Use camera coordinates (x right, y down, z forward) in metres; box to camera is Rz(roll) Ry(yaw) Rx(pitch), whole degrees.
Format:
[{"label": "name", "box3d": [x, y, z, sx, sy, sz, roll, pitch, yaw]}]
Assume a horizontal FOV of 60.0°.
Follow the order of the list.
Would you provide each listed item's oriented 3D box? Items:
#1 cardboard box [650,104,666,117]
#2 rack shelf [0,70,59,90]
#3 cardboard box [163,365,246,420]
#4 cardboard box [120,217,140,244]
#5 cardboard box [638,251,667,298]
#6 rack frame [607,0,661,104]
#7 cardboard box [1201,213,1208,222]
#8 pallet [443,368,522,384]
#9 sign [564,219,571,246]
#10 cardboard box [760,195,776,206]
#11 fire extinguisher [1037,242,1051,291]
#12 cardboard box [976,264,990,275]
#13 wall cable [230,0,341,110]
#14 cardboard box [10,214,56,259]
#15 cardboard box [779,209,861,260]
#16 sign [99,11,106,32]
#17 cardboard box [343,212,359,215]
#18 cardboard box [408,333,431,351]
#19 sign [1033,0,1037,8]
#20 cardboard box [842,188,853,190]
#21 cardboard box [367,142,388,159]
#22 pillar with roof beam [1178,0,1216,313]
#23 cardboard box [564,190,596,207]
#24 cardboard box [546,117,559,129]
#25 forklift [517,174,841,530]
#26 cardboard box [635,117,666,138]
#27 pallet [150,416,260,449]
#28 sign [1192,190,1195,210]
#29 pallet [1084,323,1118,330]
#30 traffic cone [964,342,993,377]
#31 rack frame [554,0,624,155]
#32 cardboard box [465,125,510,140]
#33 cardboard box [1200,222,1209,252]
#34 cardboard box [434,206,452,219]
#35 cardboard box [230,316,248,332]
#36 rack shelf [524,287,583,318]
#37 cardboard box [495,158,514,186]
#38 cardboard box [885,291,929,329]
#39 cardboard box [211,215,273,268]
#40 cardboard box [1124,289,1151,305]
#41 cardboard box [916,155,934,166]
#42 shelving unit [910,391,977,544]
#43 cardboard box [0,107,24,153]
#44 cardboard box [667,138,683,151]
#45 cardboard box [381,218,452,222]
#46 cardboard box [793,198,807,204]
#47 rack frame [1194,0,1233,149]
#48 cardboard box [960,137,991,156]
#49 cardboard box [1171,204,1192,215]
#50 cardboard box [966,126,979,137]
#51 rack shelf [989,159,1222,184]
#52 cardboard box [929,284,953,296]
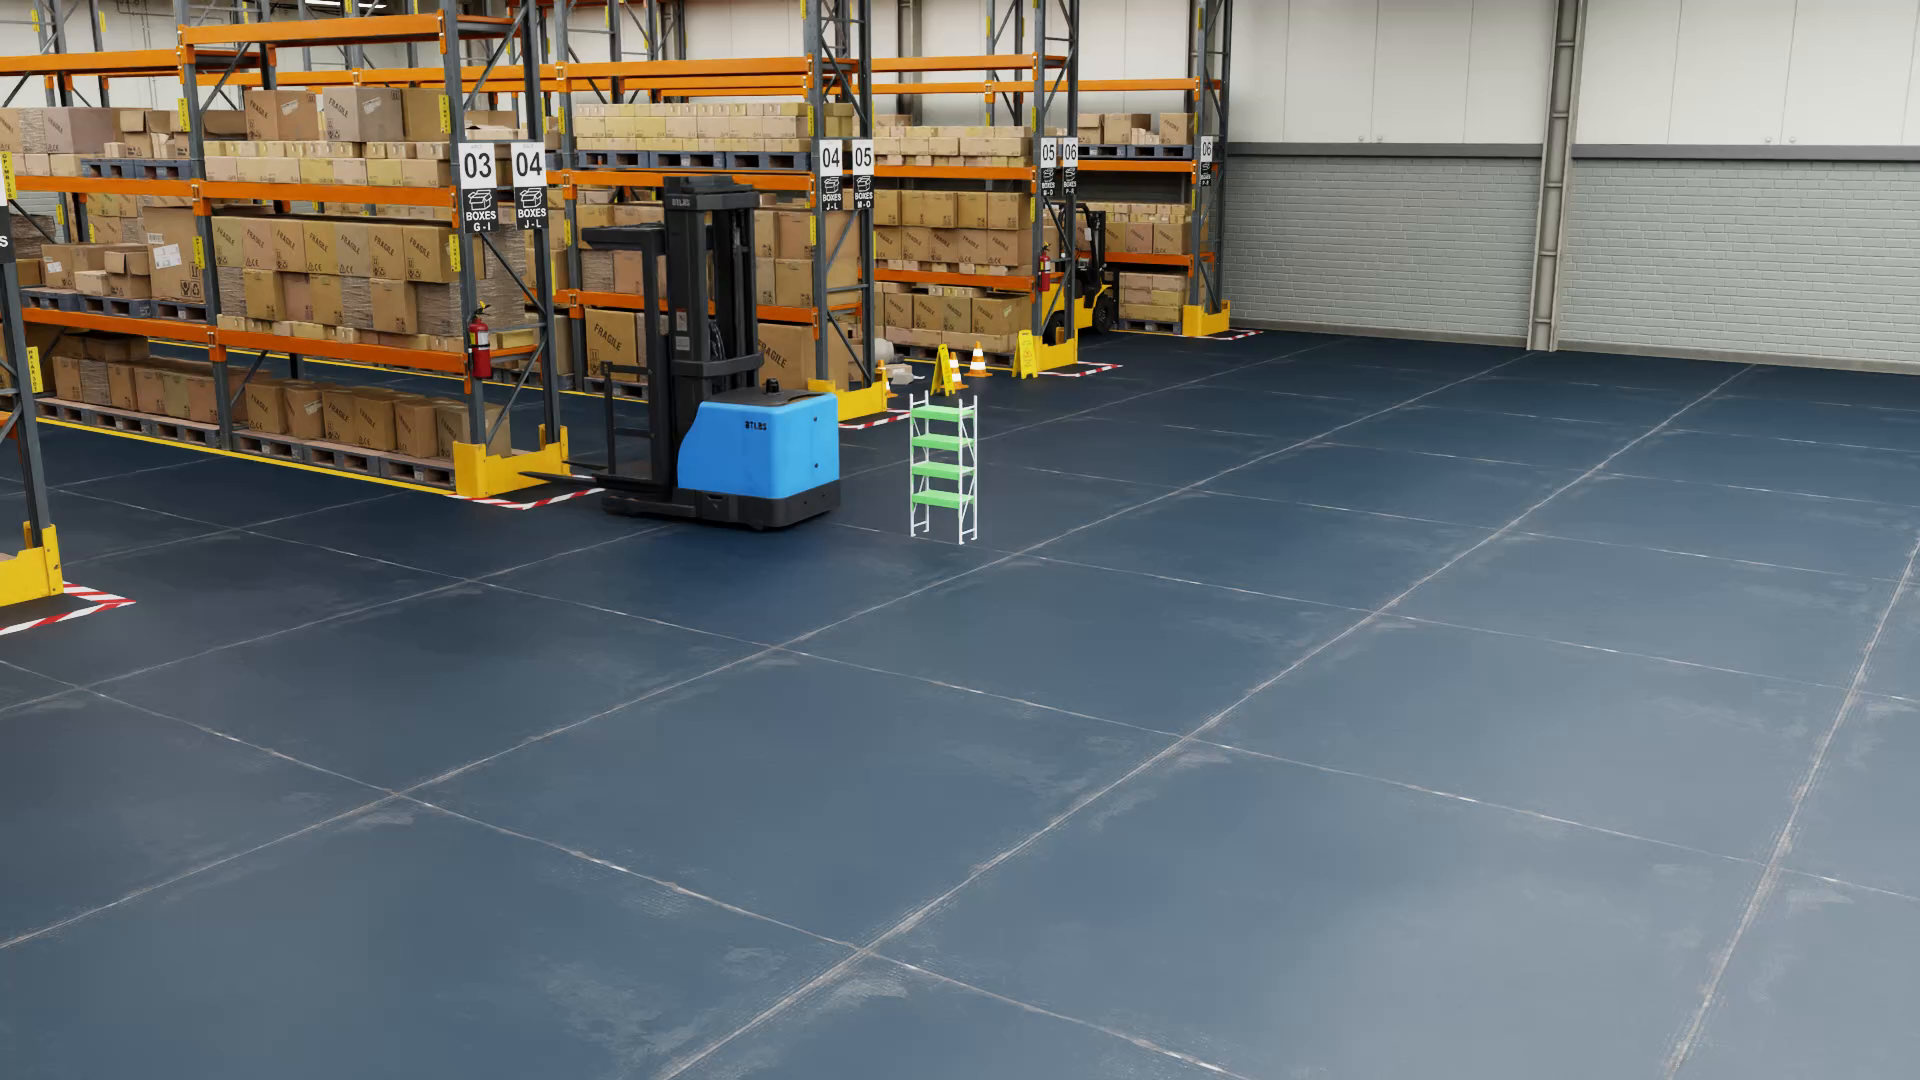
[{"label": "cardboard box", "box3d": [-3.500, -5.164, 19.980, 0.250, 0.149, 0.380, 9, 17, 33]}, {"label": "rack shelf", "box3d": [-12.500, -5.675, 20.352, 4.000, 0.370, 1.077, 9, 17, 33]}, {"label": "cardboard box", "box3d": [-8.404, -1.656, 18.559, 0.500, 0.500, 0.700, 9, 17, 32]}, {"label": "cardboard box", "box3d": [-13.124, -4.962, 26.799, 0.500, 0.500, 0.500, 9, 16, 31]}, {"label": "cardboard box", "box3d": [-3.505, -3.338, 20.753, 0.550, 0.550, 0.875, 9, 17, 33]}, {"label": "rack frame", "box3d": [-5.310, -7.926, 27.116, 0.127, 3.000, 1.000, 9, 17, 33]}, {"label": "cardboard box", "box3d": [3.959, -5.392, 27.806, 0.250, 0.149, 0.380, 9, 16, 31]}, {"label": "pallet", "box3d": [-6.368, -2.376, 22.981, 1.213, 0.211, 1.003, 9, 17, 33]}, {"label": "sign", "box3d": [-4.964, -3.891, 21.056, 0.005, 0.325, 0.100, 9, 17, 33]}, {"label": "cardboard box", "box3d": [-3.079, -5.296, 25.925, 0.250, 0.149, 0.380, 9, 16, 31]}, {"label": "fire extinguisher", "box3d": [1.166, -3.797, 23.079, 0.183, 0.674, 0.296, 9, 17, 33]}, {"label": "cardboard box", "box3d": [0.426, -3.877, 23.767, 0.250, 0.149, 0.380, 9, 16, 32]}, {"label": "wall cable", "box3d": [-14.817, -10.424, 37.128, 0.133, 3.039, 2.988, 9, 17, 33]}, {"label": "cardboard box", "box3d": [-11.438, -3.675, 20.131, 0.637, 0.503, 0.797, 10, 17, 35]}, {"label": "cardboard box", "box3d": [-1.636, -3.595, 19.545, 0.550, 0.550, 0.875, 9, 17, 33]}, {"label": "sign", "box3d": [-14.300, -8.637, 27.713, 0.005, 0.325, 0.100, 9, 17, 33]}, {"label": "cardboard box", "box3d": [-11.274, -5.952, 31.416, 0.500, 0.500, 0.500, 9, 16, 32]}, {"label": "cardboard box", "box3d": [-4.997, -1.898, 15.769, 0.250, 0.149, 0.380, 9, 17, 33]}, {"label": "sign", "box3d": [1.002, -7.276, 22.215, 0.005, 0.325, 0.100, 9, 17, 33]}, {"label": "cardboard box", "box3d": [-1.746, -5.054, 25.089, 0.500, 0.500, 0.700, 9, 17, 32]}, {"label": "cardboard box", "box3d": [-5.267, -3.619, 15.442, 0.250, 0.149, 0.380, 9, 17, 33]}, {"label": "pillar with roof beam", "box3d": [1.618, -7.258, 24.418, 0.400, 9.000, 9.100, 9, 17, 33]}, {"label": "cardboard box", "box3d": [-6.315, -5.633, 28.045, 0.500, 0.500, 0.500, 10, 17, 34]}, {"label": "cardboard box", "box3d": [-6.934, -6.901, 28.135, 0.500, 0.500, 0.500, 9, 17, 33]}, {"label": "forklift", "box3d": [-2.605, -1.732, 14.720, 3.031, 2.935, 1.130, 7, 16, 26]}, {"label": "cardboard box", "box3d": [-3.581, -5.001, 20.152, 0.500, 0.250, 0.500, 9, 16, 32]}, {"label": "pallet", "box3d": [-8.168, -1.252, 18.443, 1.213, 0.211, 1.003, 9, 17, 33]}, {"label": "sign", "box3d": [3.781, -5.502, 26.906, 0.005, 0.325, 0.100, 9, 17, 33]}, {"label": "pallet", "box3d": [2.430, -3.836, 28.880, 1.213, 0.211, 1.003, 9, 17, 33]}, {"label": "traffic cone", "box3d": [0.252, -2.510, 23.002, 0.334, 0.463, 0.336, 9, 17, 33]}, {"label": "rack frame", "box3d": [-4.669, -6.389, 20.907, 0.127, 3.000, 1.000, 9, 17, 33]}, {"label": "cardboard box", "box3d": [-6.246, -5.334, 21.988, 0.500, 0.311, 0.500, 8, 16, 31]}, {"label": "cardboard box", "box3d": [3.840, -5.102, 27.983, 0.500, 0.500, 0.500, 10, 17, 35]}, {"label": "cardboard box", "box3d": [-6.774, -4.350, 22.863, 0.500, 0.500, 0.700, 9, 16, 32]}, {"label": "cardboard box", "box3d": [-7.311, -2.255, 17.213, 0.250, 0.149, 0.380, 9, 17, 33]}, {"label": "rack shelf", "box3d": [-6.329, -3.396, 22.798, 4.000, 0.370, 1.077, 9, 17, 33]}, {"label": "cardboard box", "box3d": [-4.458, -3.465, 15.647, 0.500, 0.250, 0.500, 10, 17, 34]}, {"label": "cardboard box", "box3d": [-0.772, -3.439, 24.760, 0.500, 0.500, 0.500, 10, 17, 36]}, {"label": "cardboard box", "box3d": [-7.290, -3.069, 17.071, 0.500, 0.500, 0.500, 9, 17, 33]}, {"label": "cardboard box", "box3d": [3.107, -4.116, 28.015, 0.500, 0.250, 0.500, 9, 17, 32]}, {"label": "cardboard box", "box3d": [-0.423, -5.465, 23.937, 0.250, 0.149, 0.380, 9, 16, 32]}, {"label": "shelving unit", "box3d": [-0.137, -0.605, 13.769, 0.503, 1.200, 0.258, 9, 17, 33]}, {"label": "cardboard box", "box3d": [-10.594, -4.671, 18.960, 0.500, 0.500, 0.500, 9, 17, 33]}, {"label": "cardboard box", "box3d": [-3.295, -4.743, 19.940, 0.250, 0.149, 0.380, 9, 17, 34]}, {"label": "cardboard box", "box3d": [-5.333, -2.907, 16.417, 0.500, 0.500, 0.500, 9, 17, 33]}, {"label": "cardboard box", "box3d": [-2.882, -6.357, 32.179, 0.500, 0.500, 0.500, 10, 17, 35]}, {"label": "rack frame", "box3d": [4.096, -7.844, 26.782, 0.127, 3.000, 1.000, 9, 17, 33]}, {"label": "cardboard box", "box3d": [0.344, -5.554, 23.469, 0.500, 0.250, 0.500, 9, 16, 32]}, {"label": "cardboard box", "box3d": [3.681, -5.445, 27.401, 0.250, 0.149, 0.380, 9, 17, 33]}, {"label": "cardboard box", "box3d": [0.287, -5.766, 23.495, 0.250, 0.149, 0.380, 9, 17, 33]}, {"label": "rack shelf", "box3d": [2.436, -6.307, 28.312, 4.000, 0.370, 1.077, 9, 17, 33]}, {"label": "cardboard box", "box3d": [-0.248, -3.651, 24.266, 0.250, 0.149, 0.380, 10, 17, 35]}]
